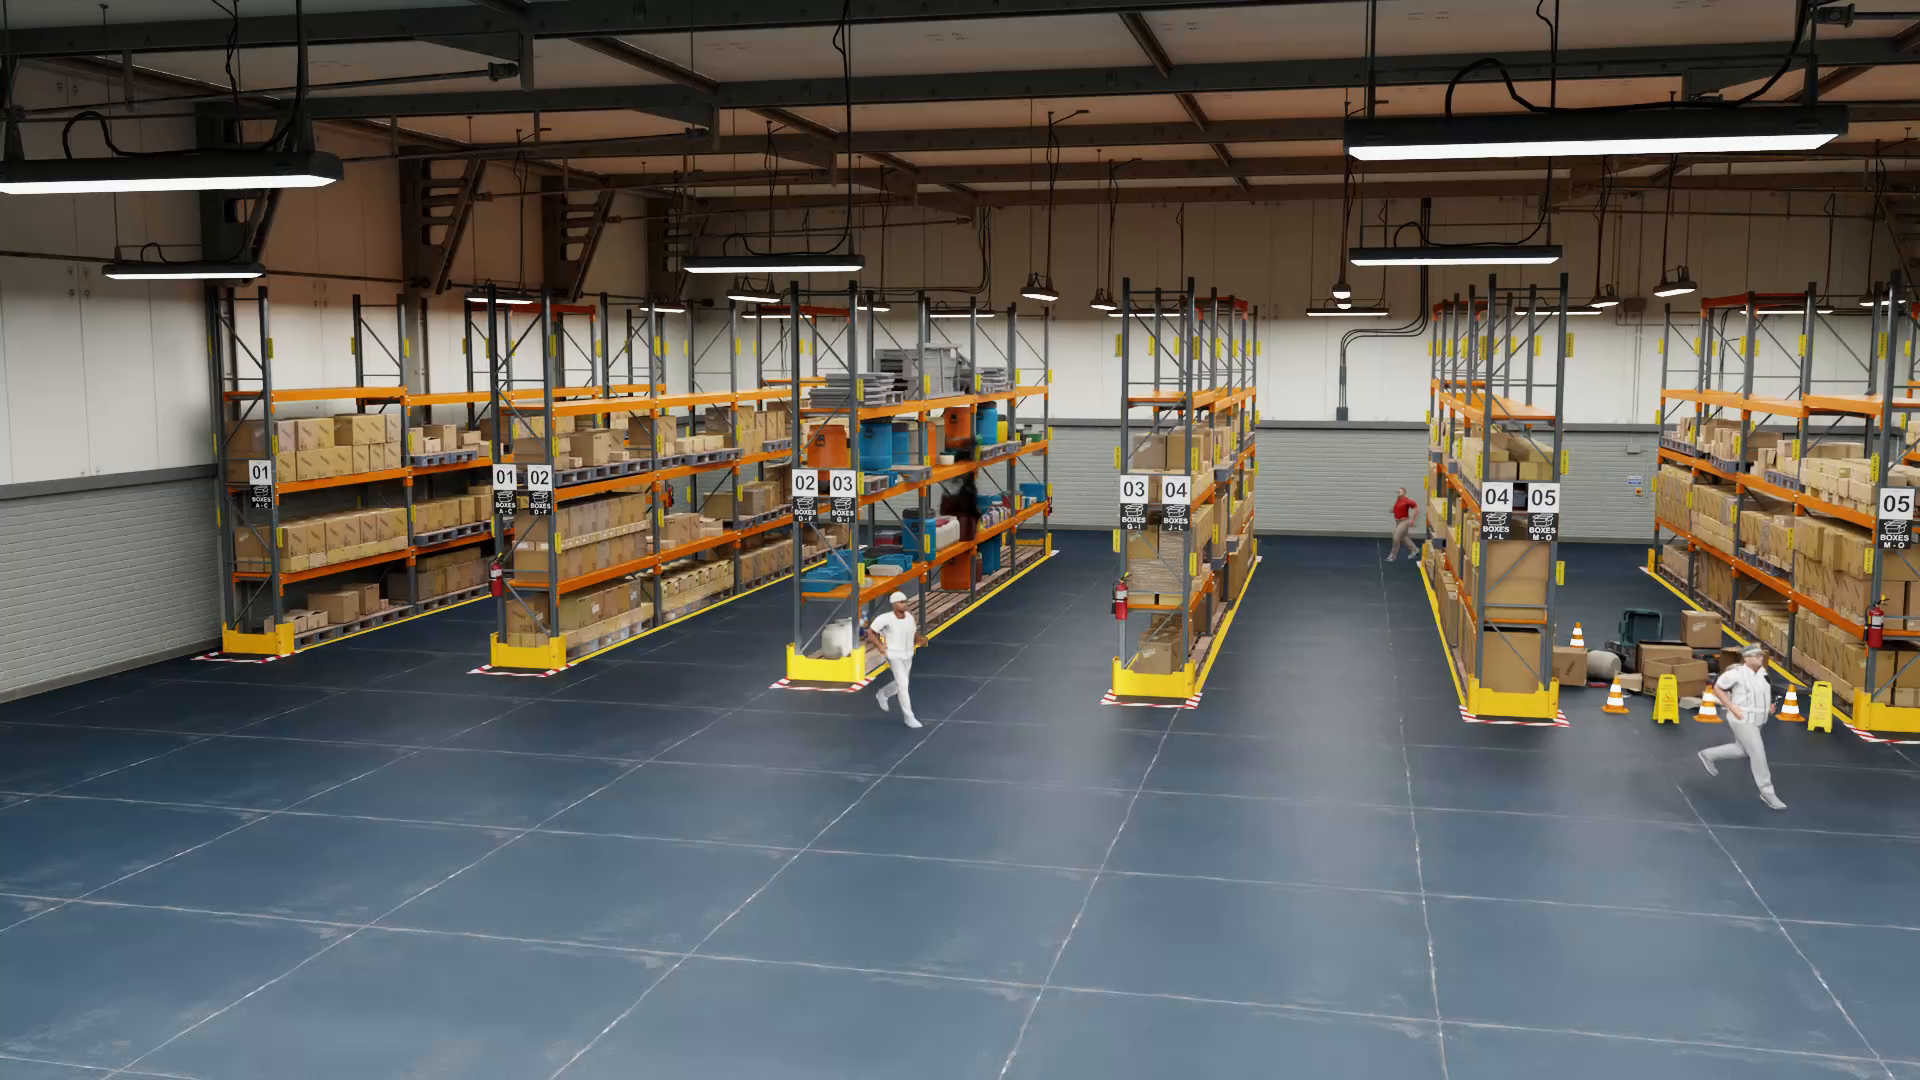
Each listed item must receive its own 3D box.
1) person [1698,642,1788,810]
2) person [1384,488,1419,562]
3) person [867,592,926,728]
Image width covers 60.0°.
[{"bbox_3d":[8.777,2.014,18.569,0.630,1.798,1.142,-5,8,-36],"label":"person"},{"bbox_3d":[10.495,-0.368,39.368,0.955,1.747,0.690,-1,7,-11],"label":"person"},{"bbox_3d":[-0.829,1.571,22.259,0.700,1.774,0.971,-6,9,-44],"label":"person"}]
